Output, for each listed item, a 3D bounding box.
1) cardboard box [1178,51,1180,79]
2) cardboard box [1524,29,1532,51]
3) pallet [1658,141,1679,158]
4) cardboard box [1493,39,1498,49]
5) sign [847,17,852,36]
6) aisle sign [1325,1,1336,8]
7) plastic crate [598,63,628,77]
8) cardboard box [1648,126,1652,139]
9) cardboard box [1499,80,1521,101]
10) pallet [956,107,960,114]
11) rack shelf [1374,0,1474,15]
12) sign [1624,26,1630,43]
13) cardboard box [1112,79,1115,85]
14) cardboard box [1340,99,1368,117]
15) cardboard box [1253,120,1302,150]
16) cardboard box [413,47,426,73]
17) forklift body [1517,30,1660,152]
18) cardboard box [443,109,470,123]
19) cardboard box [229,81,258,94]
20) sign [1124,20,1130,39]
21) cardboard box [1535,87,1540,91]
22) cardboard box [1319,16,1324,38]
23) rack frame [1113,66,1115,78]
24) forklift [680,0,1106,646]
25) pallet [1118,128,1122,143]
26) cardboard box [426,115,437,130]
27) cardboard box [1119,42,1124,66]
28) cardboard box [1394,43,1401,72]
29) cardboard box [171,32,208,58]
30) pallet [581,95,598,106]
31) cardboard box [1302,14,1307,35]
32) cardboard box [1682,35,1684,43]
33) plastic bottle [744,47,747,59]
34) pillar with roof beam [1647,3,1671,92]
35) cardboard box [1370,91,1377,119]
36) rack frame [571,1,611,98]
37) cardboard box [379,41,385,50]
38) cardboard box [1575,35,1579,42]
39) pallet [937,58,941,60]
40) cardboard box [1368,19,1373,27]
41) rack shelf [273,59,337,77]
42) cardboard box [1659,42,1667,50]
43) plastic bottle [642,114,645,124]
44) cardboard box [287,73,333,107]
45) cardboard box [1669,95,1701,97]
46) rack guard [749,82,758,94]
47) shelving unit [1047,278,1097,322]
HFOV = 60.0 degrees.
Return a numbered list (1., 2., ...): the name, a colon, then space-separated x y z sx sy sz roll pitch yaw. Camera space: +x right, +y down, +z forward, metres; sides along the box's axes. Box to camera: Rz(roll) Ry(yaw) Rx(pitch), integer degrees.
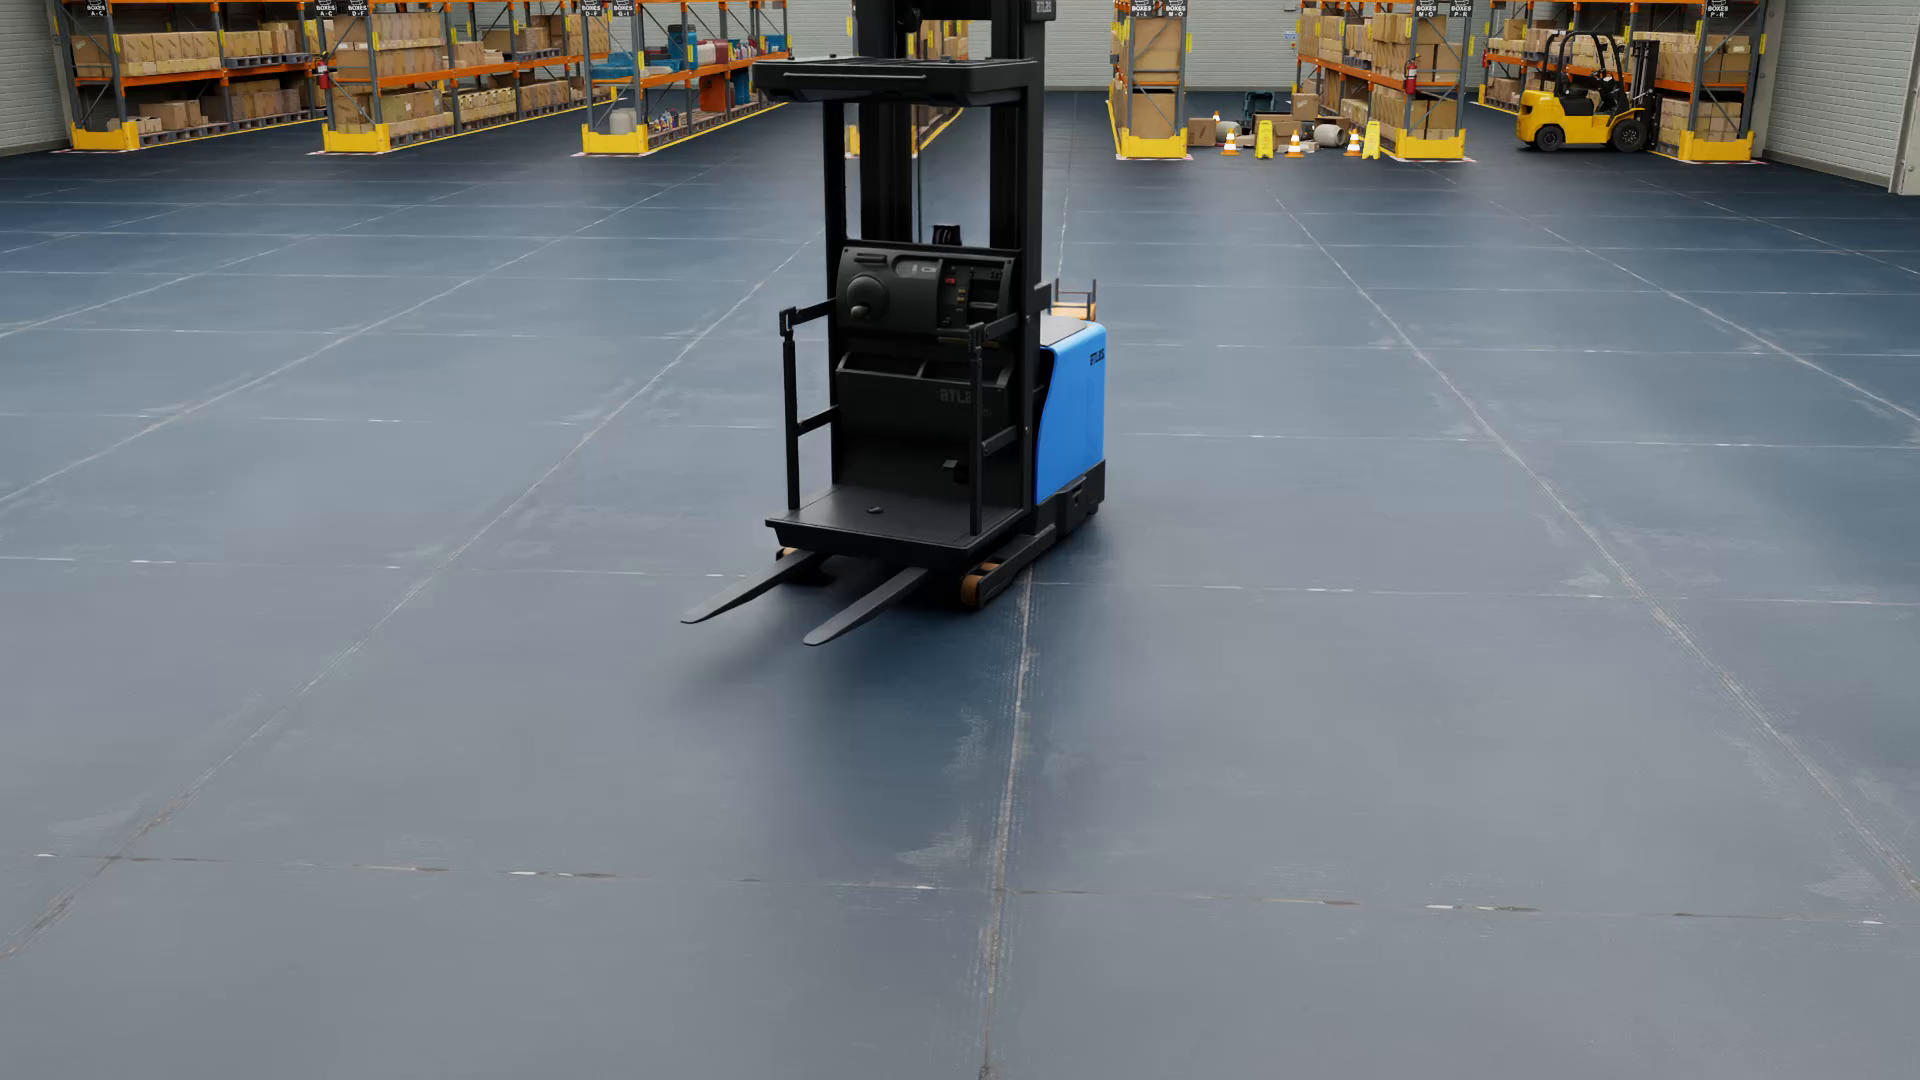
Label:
1. cardboard box: 3.671 -8.915 31.071 0.875 0.550 0.550 1 18 4
2. cardboard box: 14.005 -12.025 39.969 0.700 0.500 0.500 2 18 5
3. pallet: 13.416 -7.109 30.281 1.003 0.211 1.213 1 18 4
4. cardboard box: 14.212 -12.944 43.372 0.500 0.250 0.500 1 18 5
5. sign: -1.985 -9.246 29.956 0.100 0.325 0.005 1 18 4
6. aisle sign: 9.913 -14.526 44.261 0.394 0.787 0.004 1 18 4
7. plastic crate: -6.584 -8.930 31.599 0.499 0.251 0.408 1 18 4
8. cardboard box: 13.226 -7.713 31.386 0.500 0.250 0.500 2 18 6
9. cardboard box: 14.174 -11.563 42.733 0.500 0.500 0.500 2 18 5
10. pallet: -0.553 -10.687 41.200 1.003 0.211 1.213 1 18 4
11. rack shelf: 8.595 -10.010 30.994 1.077 0.370 4.000 1 18 4
12. sign: 13.147 -9.960 32.770 0.100 0.325 0.005 1 18 4
13. cardboard box: 4.232 -12.163 44.173 0.380 0.149 0.250 1 18 4
14. cardboard box: 8.974 -9.566 36.845 0.950 0.372 0.625 0 18 0
15. cardboard box: 6.052 -7.721 31.679 0.797 0.503 0.637 -13 22 -34
16. cardboard box: -11.124 -9.581 33.186 0.700 0.500 0.500 2 18 5
17. forklift body: 11.719 -8.422 31.173 2.313 2.155 1.214 1 18 4
18. cardboard box: -10.751 -9.004 35.326 0.500 0.250 0.500 1 18 3
19. cardboard box: -15.870 -10.006 36.746 0.500 0.250 0.500 1 18 2
20. sign: 2.967 -9.064 29.528 0.100 0.325 0.005 1 18 4
21. cardboard box: 13.935 -10.469 39.395 0.500 0.500 0.500 1 18 2
22. cardboard box: 8.993 -12.425 40.259 0.500 0.500 0.500 1 18 5
23. rack frame: 4.654 -13.354 44.860 1.000 3.000 0.127 1 18 4
24. forklift: -0.263 -1.217 7.929 1.130 2.935 3.031 8 20 24
25. pallet: 3.661 -8.068 33.205 1.003 0.211 1.213 1 18 4
26. cardboard box: -10.909 -8.425 33.558 0.500 0.250 0.500 1 18 4
27. cardboard box: 3.745 -10.626 36.373 0.500 0.500 0.500 1 18 3
28. cardboard box: 8.256 -8.825 30.399 0.500 0.500 0.500 1 18 4
29. cardboard box: -15.724 -10.087 33.893 0.500 0.500 0.500 1 18 4
30. pallet: -10.318 -11.744 44.426 1.003 0.211 1.213 1 18 4
31. cardboard box: 9.250 -13.494 43.522 0.500 0.500 0.500 1 18 2
32. cardboard box: 13.289 -9.044 30.026 0.380 0.149 0.250 1 18 4
33. plastic bottle: -5.281 -11.906 40.639 0.152 0.276 0.135 1 18 4
34. pillar with roof beam: 10.488 -13.203 34.763 9.100 9.000 0.400 1 18 4
35. cardboard box: 8.427 -8.620 32.950 0.500 0.500 0.500 2 18 7
36. rack frame: -10.167 -13.718 45.972 1.000 3.000 0.127 1 18 4
37. cardboard box: -11.054 -9.304 31.298 0.380 0.149 0.250 1 18 2
38. cardboard box: 13.660 -10.944 36.303 0.380 0.149 0.250 2 18 6
39. pallet: -0.946 -9.912 34.664 1.003 0.211 1.213 1 18 4
40. cardboard box: 8.582 -10.607 34.123 0.380 0.149 0.250 1 18 2
41. rack shelf: -15.538 -11.623 40.731 1.077 0.370 4.000 1 18 4
42. cardboard box: 13.273 -9.221 31.045 0.380 0.149 0.250 1 18 3
43. plastic bottle: -6.448 -8.503 33.731 0.097 0.271 0.097 0 18 0
44. cardboard box: -15.498 -10.747 39.681 0.750 0.750 0.750 1 18 3
45. cardboard box: 13.776 -8.335 31.678 0.500 0.250 0.500 1 18 4
46. rack guard: -5.237 -12.427 46.044 1.175 0.500 0.348 1 18 4
47. shelving unit: 0.643 -0.888 9.700 0.258 1.200 0.503 3 18 7
